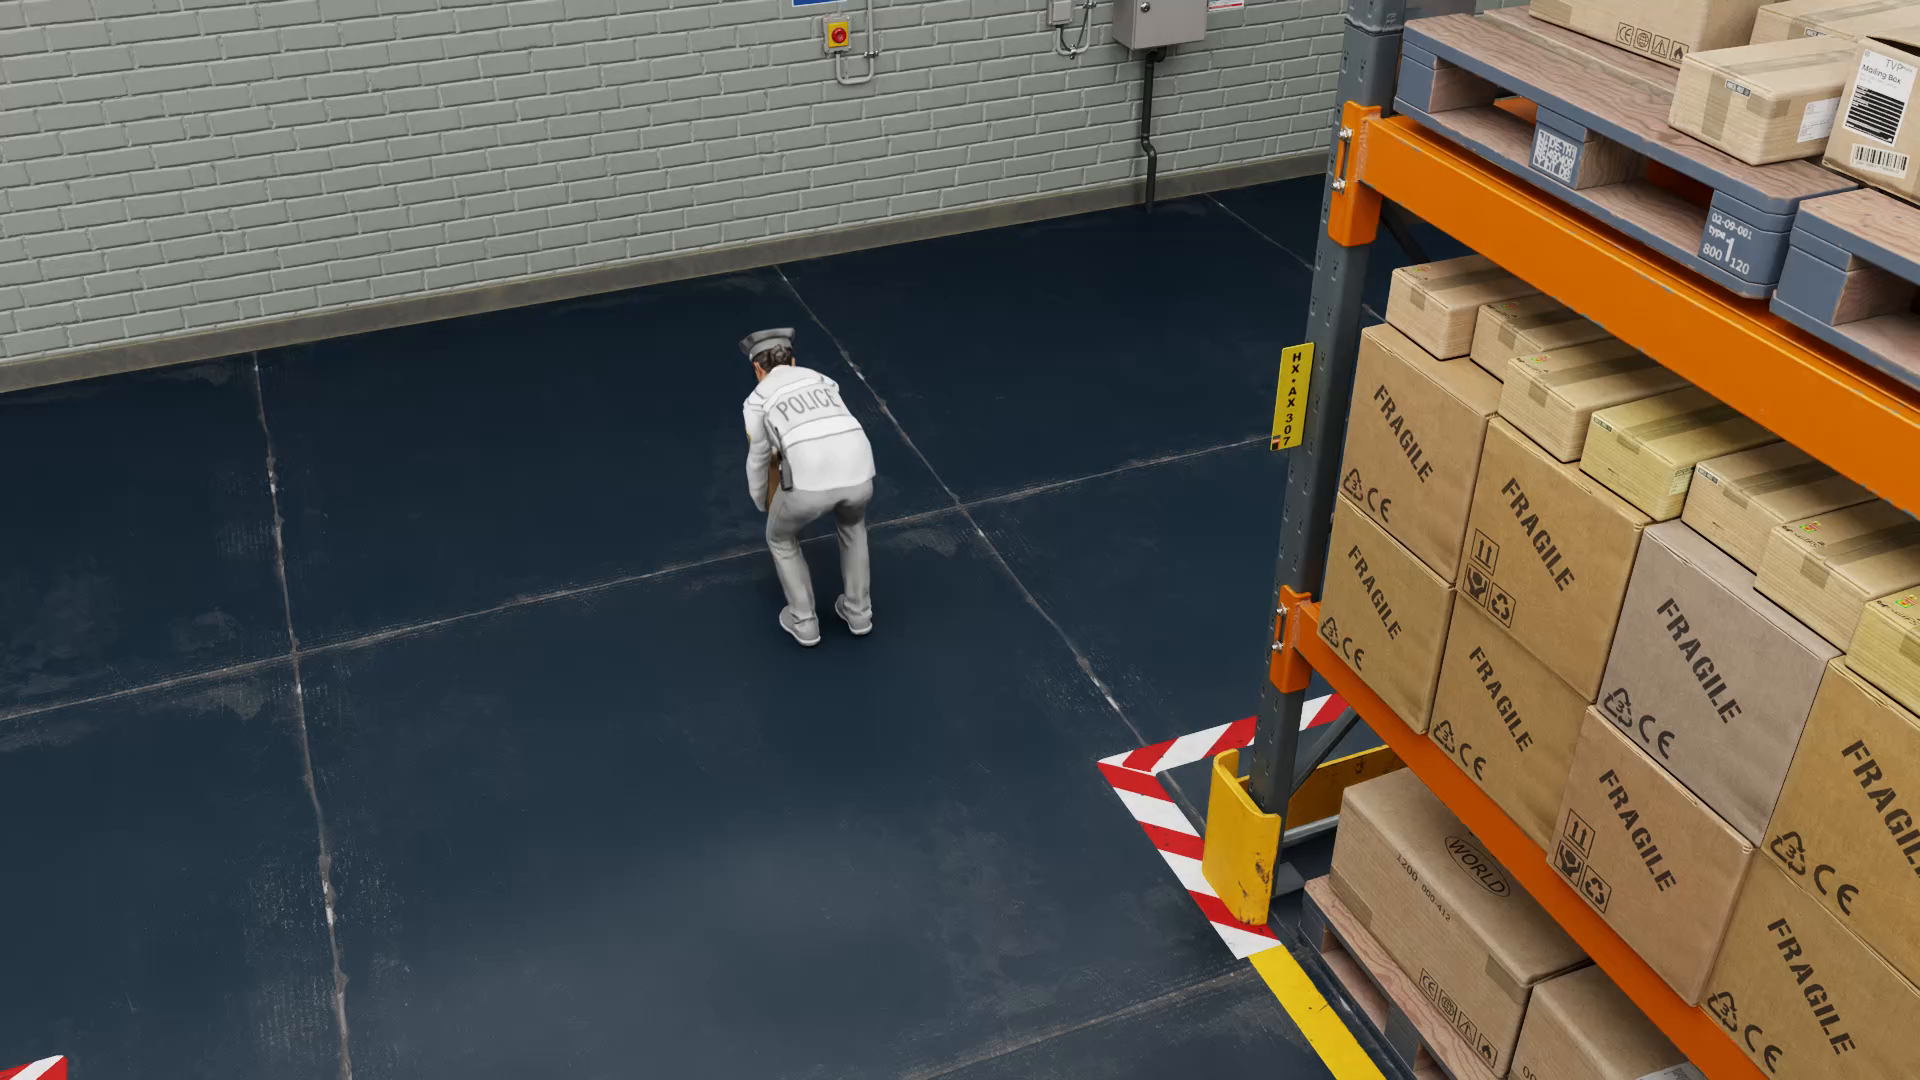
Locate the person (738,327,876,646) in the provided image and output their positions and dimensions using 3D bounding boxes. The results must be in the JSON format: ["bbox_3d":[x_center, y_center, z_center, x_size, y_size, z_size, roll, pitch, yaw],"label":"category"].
[{"bbox_3d":[-0.647,-0.231,6.917,0.432,1.192,0.908,-15,36,-21],"label":"person"}]
